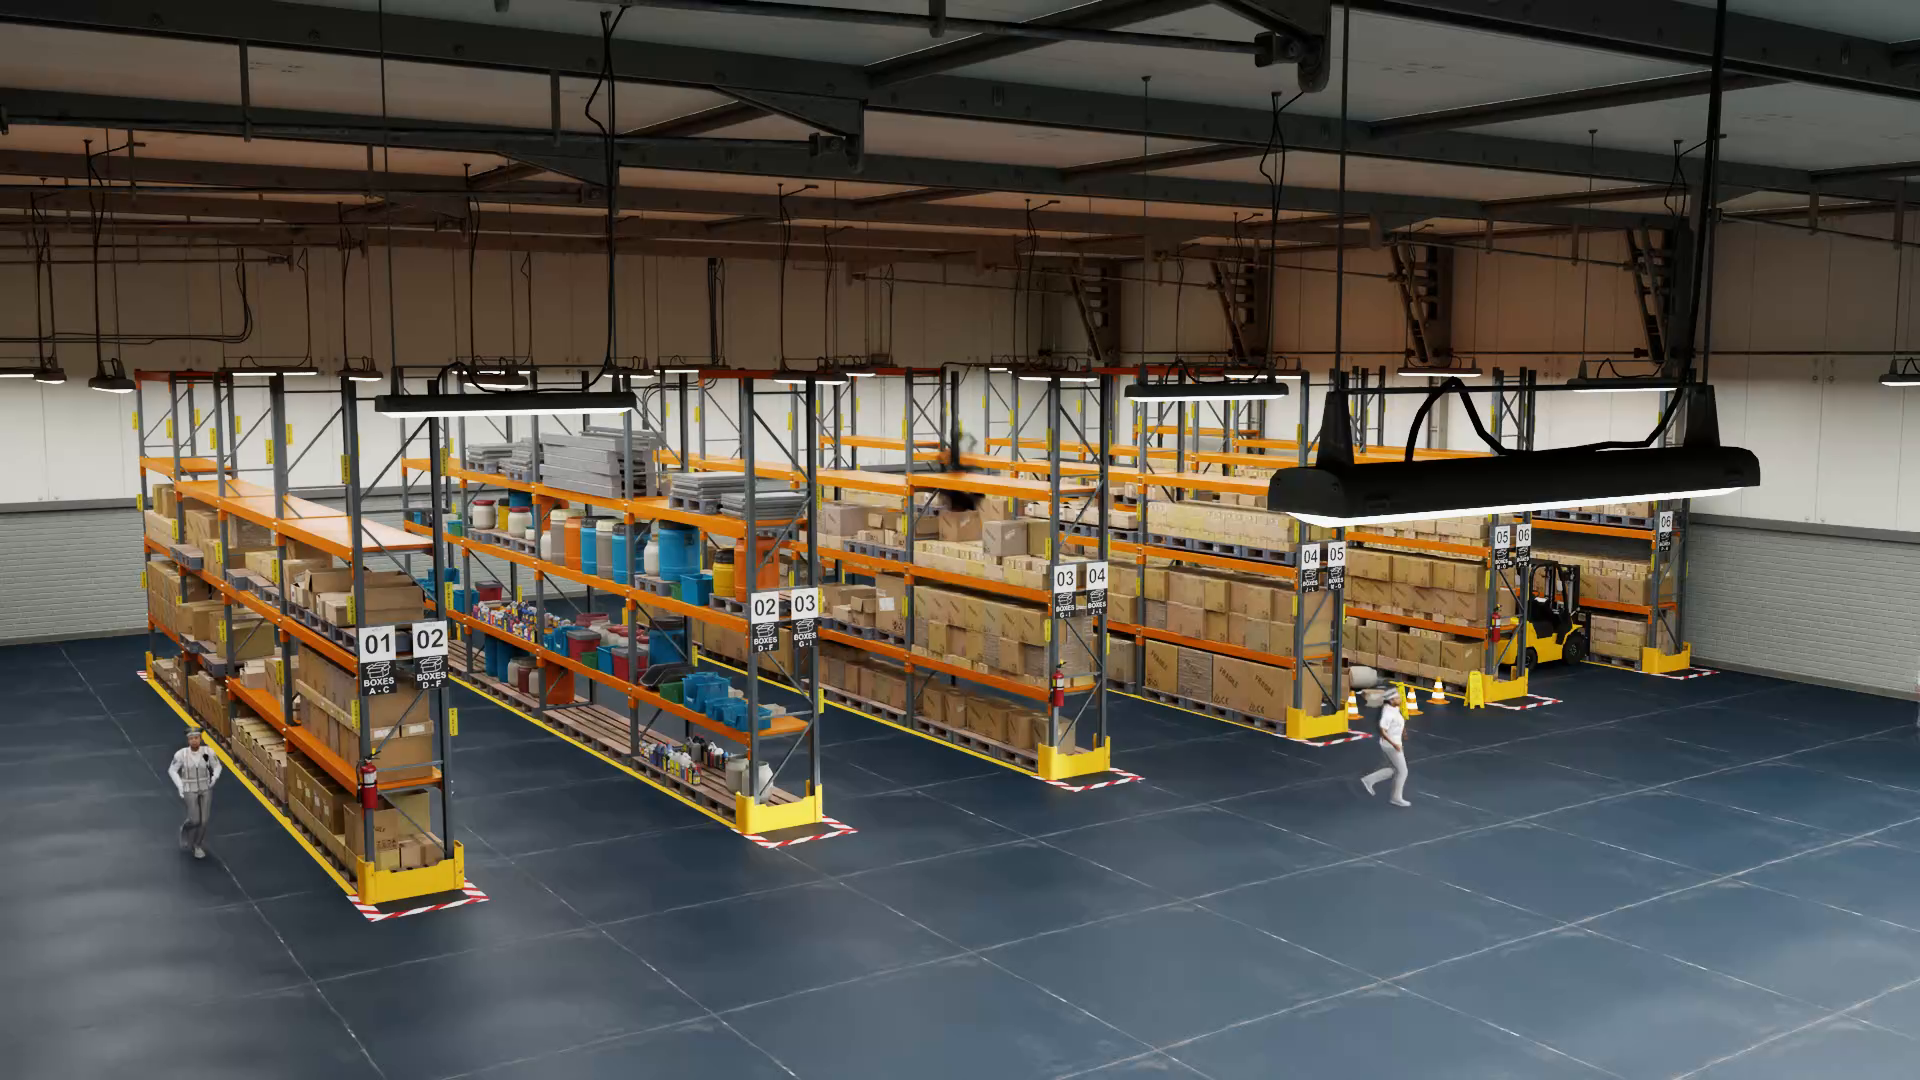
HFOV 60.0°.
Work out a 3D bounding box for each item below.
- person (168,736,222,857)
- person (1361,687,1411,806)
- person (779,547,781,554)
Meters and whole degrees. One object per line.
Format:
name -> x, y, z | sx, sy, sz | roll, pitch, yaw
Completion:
person -> -9.590, 3.179, 20.932 | 0.605, 1.620, 0.569 | -5, 8, -35
person -> 5.988, 2.884, 23.319 | 0.693, 1.692, 0.576 | 1, 7, 11
person -> -4.474, 0.955, 39.992 | 0.712, 1.729, 0.848 | 1, 6, 5
